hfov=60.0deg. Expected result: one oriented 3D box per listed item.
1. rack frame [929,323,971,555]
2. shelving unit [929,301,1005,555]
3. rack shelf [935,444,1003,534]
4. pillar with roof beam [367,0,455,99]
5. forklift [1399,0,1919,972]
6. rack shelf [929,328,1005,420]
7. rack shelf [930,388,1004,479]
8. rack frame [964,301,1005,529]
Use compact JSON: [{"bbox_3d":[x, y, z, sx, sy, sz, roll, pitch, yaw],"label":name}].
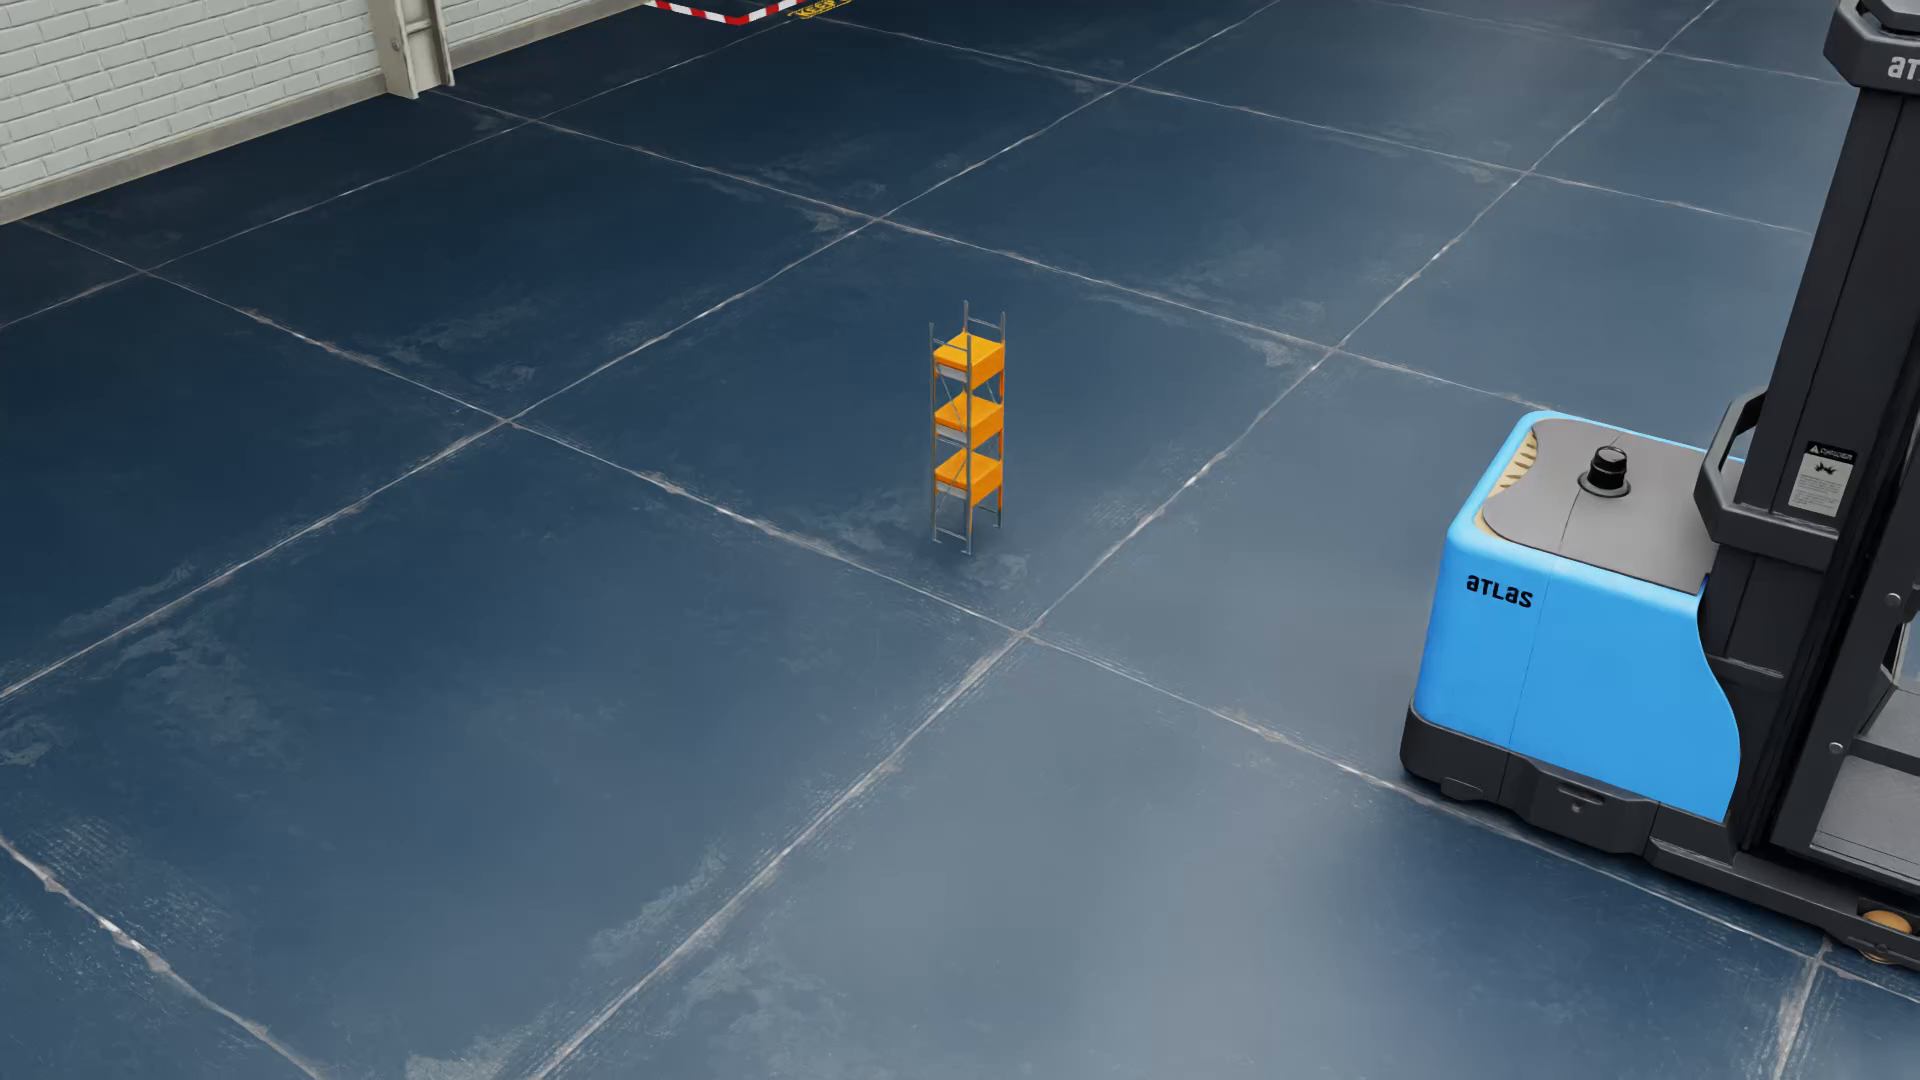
[{"bbox_3d":[-0.039,-0.403,6.909,0.200,1.050,0.008,21,39,28],"label":"rack frame"},{"bbox_3d":[0.031,-0.460,6.992,0.215,1.050,0.252,21,39,28],"label":"shelving unit"},{"bbox_3d":[0.031,-0.221,7.154,0.215,0.259,0.240,21,39,28],"label":"rack shelf"},{"bbox_3d":[-0.399,-5.650,7.572,9.100,9.000,0.400,21,39,28],"label":"pillar with roof beam"},{"bbox_3d":[3.104,-0.159,4.869,3.031,2.935,1.130,19,38,25],"label":"forklift"},{"bbox_3d":[0.031,-0.686,6.839,0.215,0.259,0.240,21,39,28],"label":"rack shelf"},{"bbox_3d":[0.031,-0.451,6.998,0.215,0.259,0.240,21,39,28],"label":"rack shelf"},{"bbox_3d":[0.100,-0.516,7.075,0.200,1.050,0.008,21,39,28],"label":"rack frame"}]
